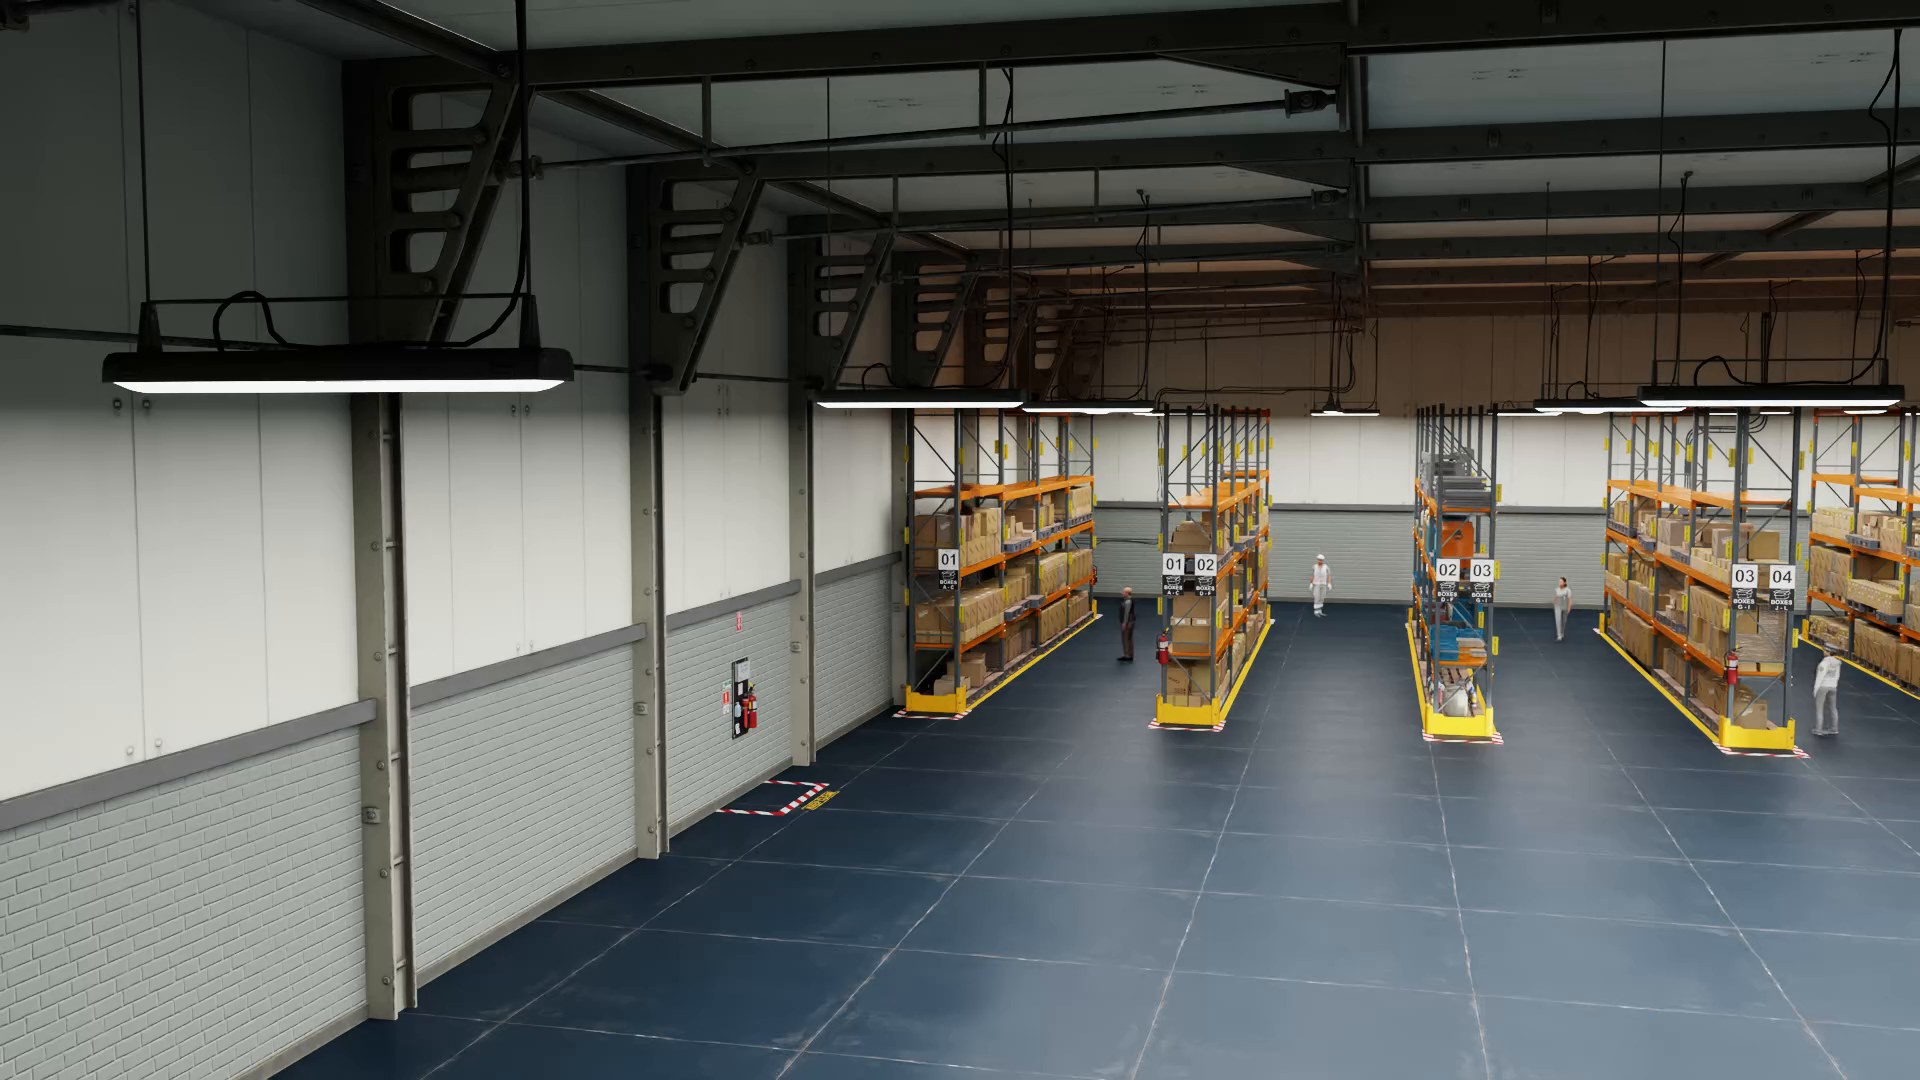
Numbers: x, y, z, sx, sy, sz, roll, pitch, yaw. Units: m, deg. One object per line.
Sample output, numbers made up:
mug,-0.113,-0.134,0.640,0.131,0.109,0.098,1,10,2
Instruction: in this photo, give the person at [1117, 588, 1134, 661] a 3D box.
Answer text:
person,3.935,1.983,39.386,0.384,1.722,0.606,1,4,16

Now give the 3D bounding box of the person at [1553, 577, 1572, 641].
person,15.567,1.773,42.947,0.425,1.613,1.039,1,4,12

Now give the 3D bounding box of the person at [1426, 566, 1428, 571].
person,13.968,1.284,48.956,0.557,1.786,0.406,0,4,-3

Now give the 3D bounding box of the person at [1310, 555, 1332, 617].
person,10.445,1.326,48.117,0.563,1.793,0.470,0,4,-7

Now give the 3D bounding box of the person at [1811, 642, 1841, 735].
person,15.691,2.696,30.102,0.489,1.697,0.416,0,4,-4
